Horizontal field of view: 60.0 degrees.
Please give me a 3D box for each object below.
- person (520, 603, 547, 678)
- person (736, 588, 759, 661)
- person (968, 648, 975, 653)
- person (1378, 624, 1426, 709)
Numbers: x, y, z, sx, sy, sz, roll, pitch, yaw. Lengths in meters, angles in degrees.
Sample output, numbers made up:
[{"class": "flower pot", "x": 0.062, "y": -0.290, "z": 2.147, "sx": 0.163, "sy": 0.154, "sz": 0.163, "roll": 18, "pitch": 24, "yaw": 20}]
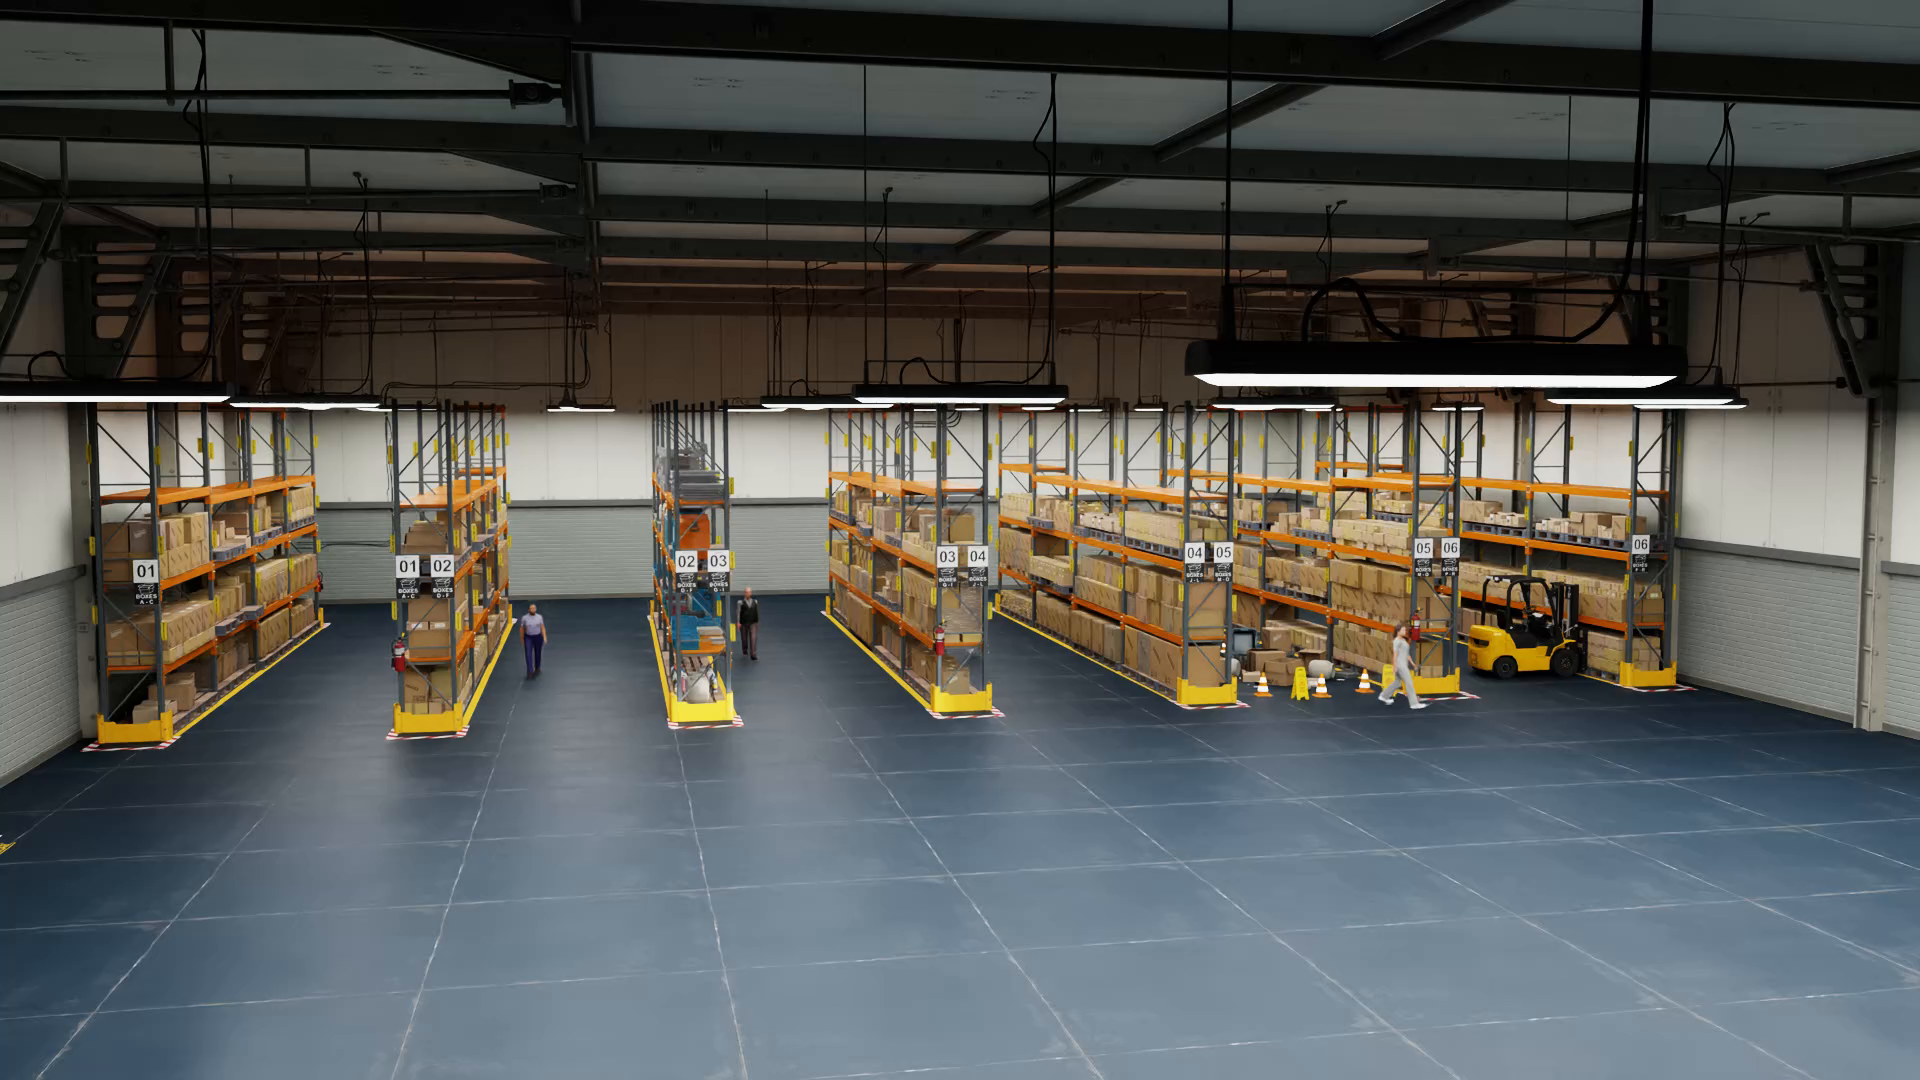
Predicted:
[{"class": "person", "x": -9.336, "y": 2.172, "z": 36.370, "sx": 0.565, "sy": 1.588, "sz": 1.022, "roll": -1, "pitch": 4, "yaw": -14}, {"class": "person", "x": -4.975, "y": 1.957, "z": 38.883, "sx": 0.541, "sy": 1.670, "sz": 1.057, "roll": -1, "pitch": 4, "yaw": -9}, {"class": "person", "x": 0.287, "y": 1.944, "z": 39.779, "sx": 0.473, "sy": 1.575, "sz": 0.567, "roll": -3, "pitch": 5, "yaw": -38}, {"class": "person", "x": 8.637, "y": 2.454, "z": 32.449, "sx": 0.965, "sy": 1.634, "sz": 0.462, "roll": 3, "pitch": 5, "yaw": 30}]
